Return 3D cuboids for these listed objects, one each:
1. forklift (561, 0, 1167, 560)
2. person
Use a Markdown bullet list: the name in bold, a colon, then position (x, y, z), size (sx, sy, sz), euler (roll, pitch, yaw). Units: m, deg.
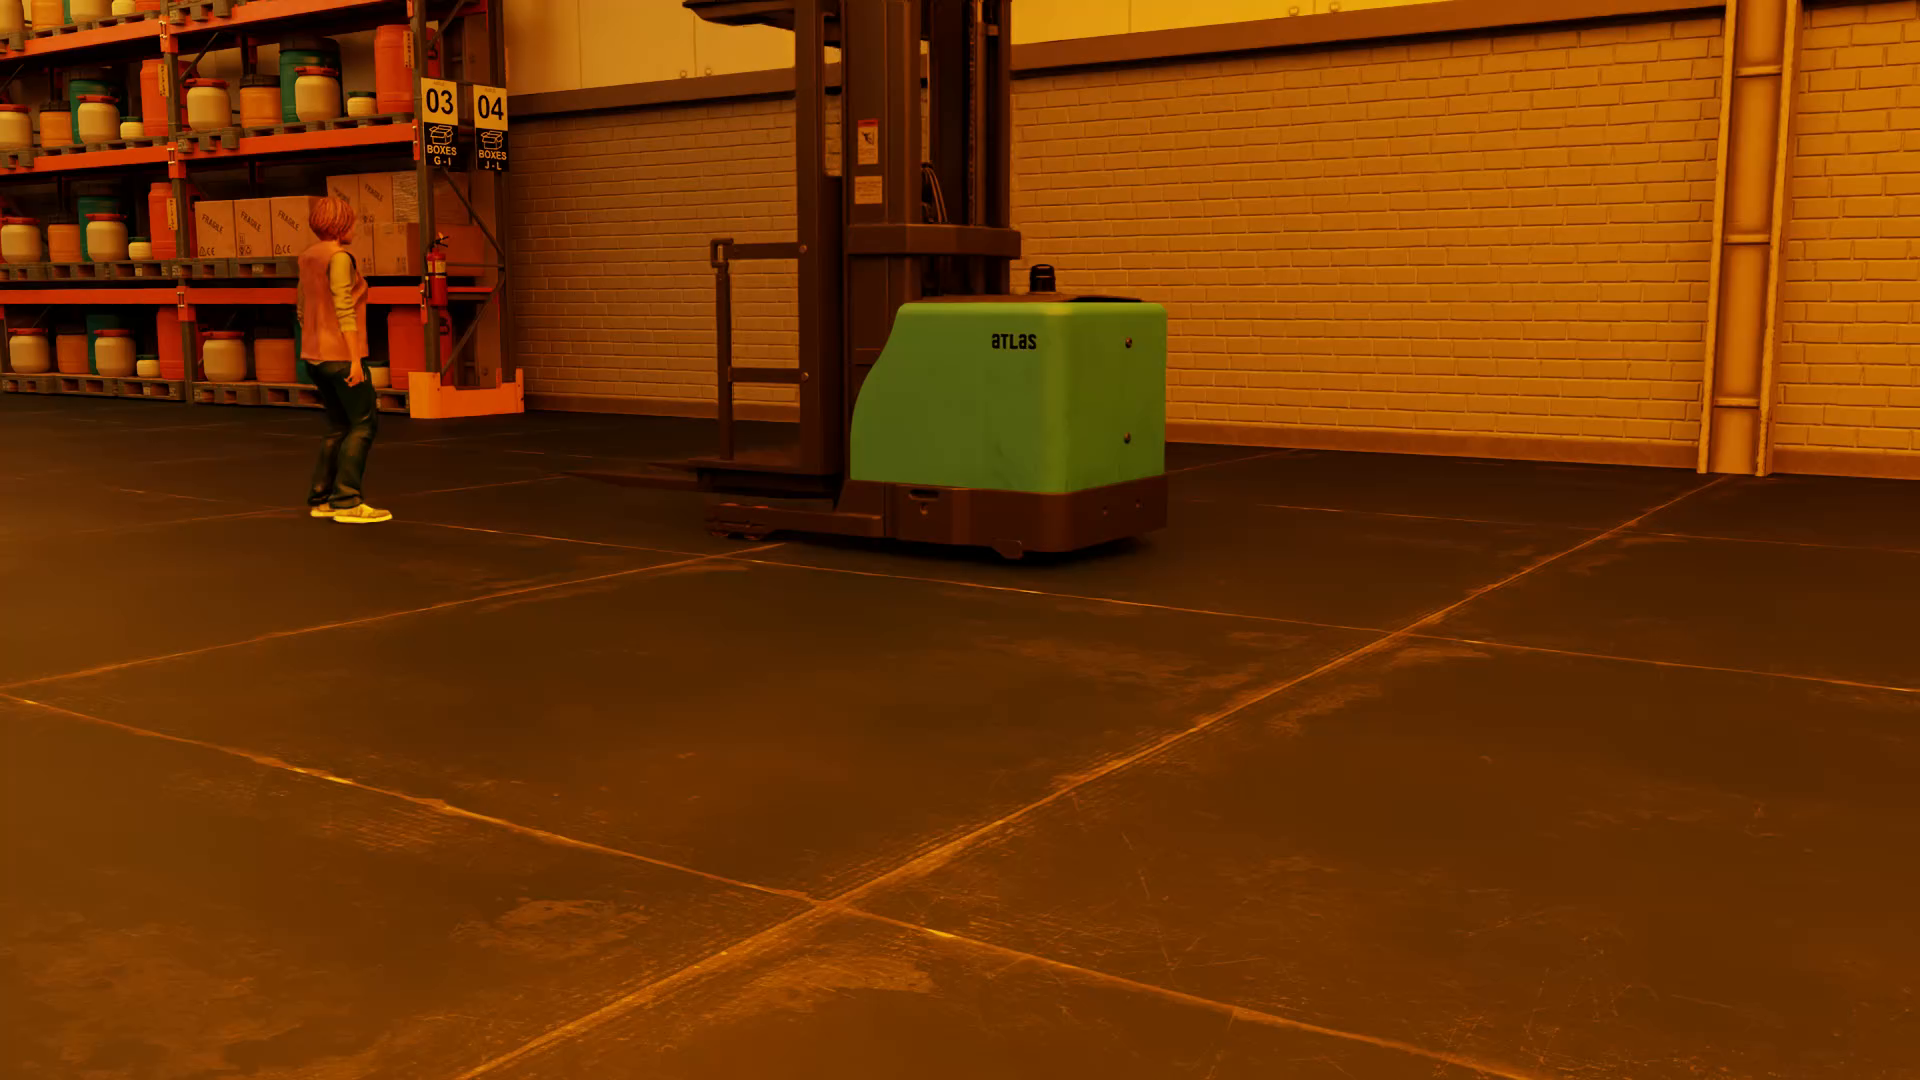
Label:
- **forklift**: position (-0.581, -1.501, 7.747), size (3.031, 2.935, 1.130), euler (5, 10, 33)
- **person**: position (-3.064, -0.881, 8.183), size (0.553, 1.584, 0.323), euler (7, 11, 42)
